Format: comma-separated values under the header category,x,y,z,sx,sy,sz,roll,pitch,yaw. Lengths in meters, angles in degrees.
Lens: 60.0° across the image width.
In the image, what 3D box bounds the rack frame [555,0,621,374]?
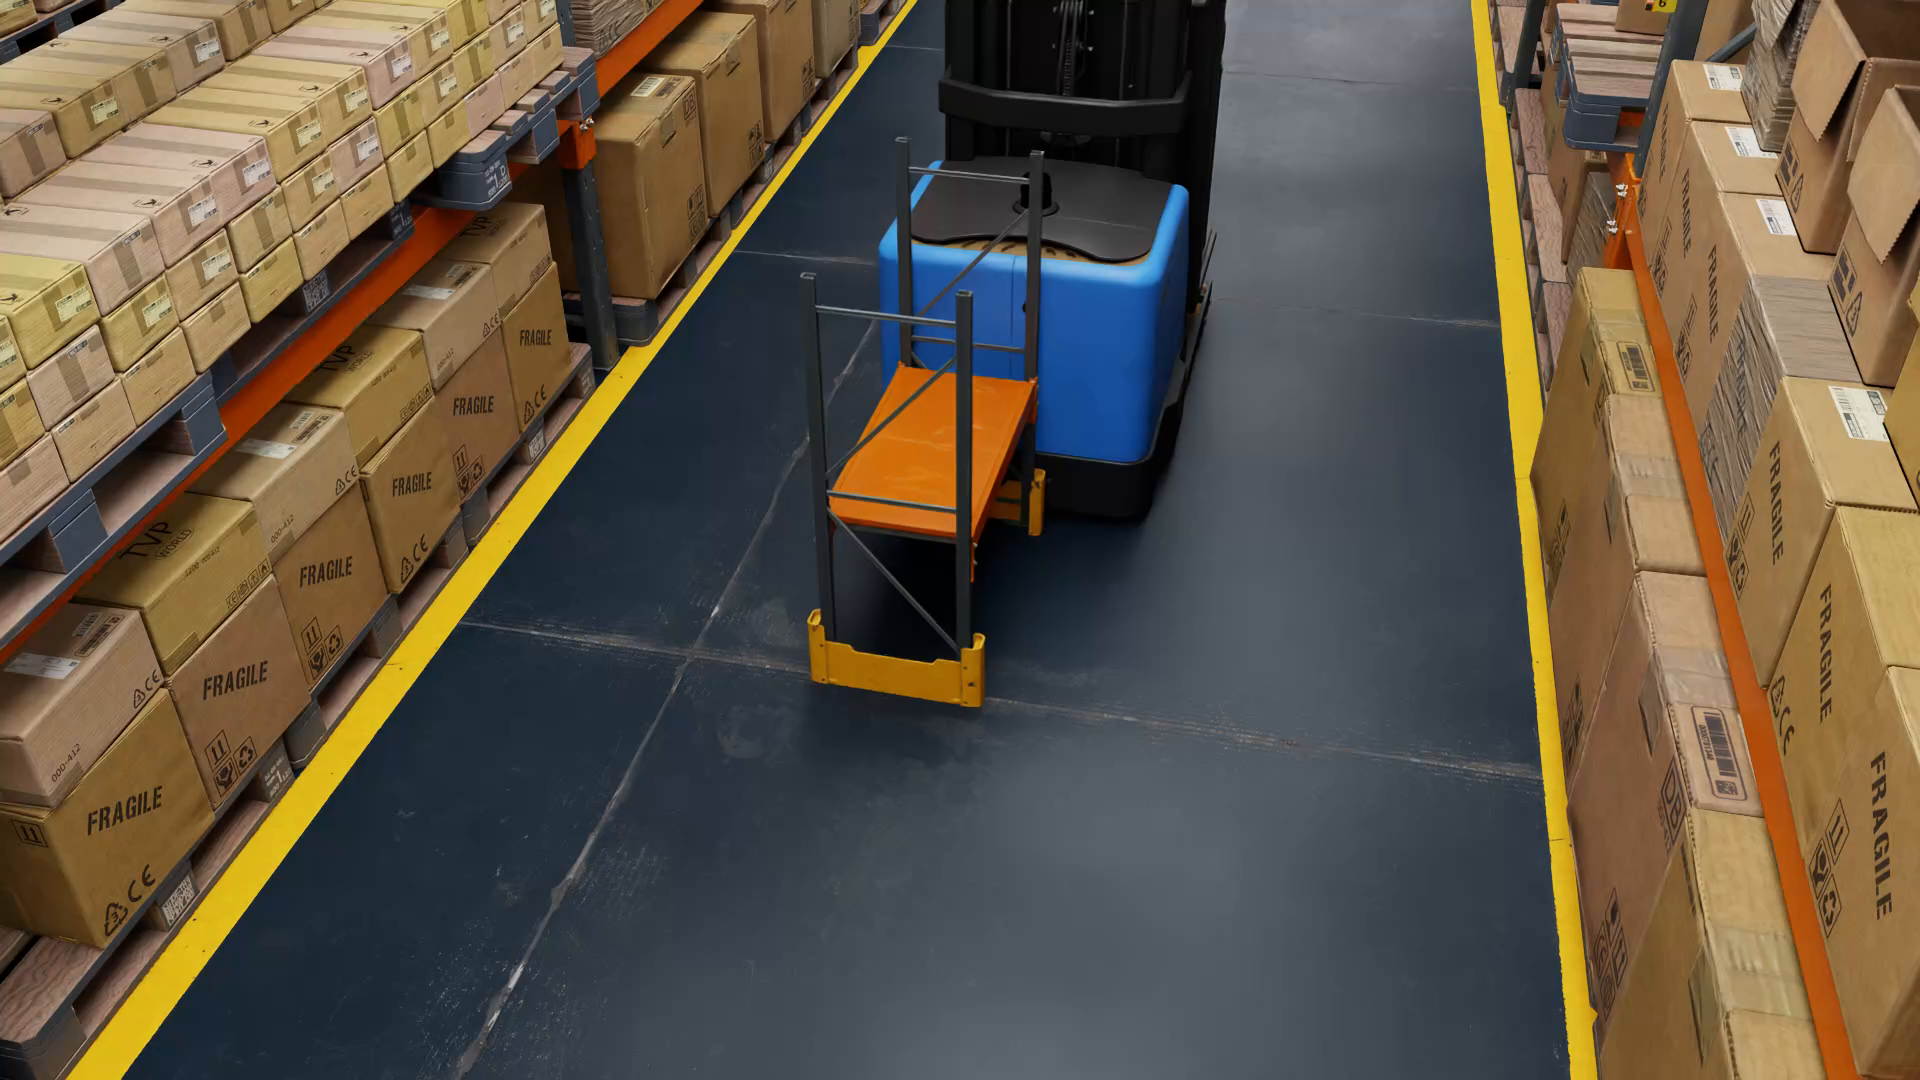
category,x,y,z,sx,sy,sz,roll,pitch,yaw
rack frame,-2.002,-2.039,6.507,1.000,3.000,0.127,7,37,10

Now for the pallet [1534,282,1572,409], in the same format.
category,x,y,z,sx,sy,sz,roll,pitch,yaw
pallet,2.990,-0.678,7.005,1.003,0.211,1.213,7,37,10

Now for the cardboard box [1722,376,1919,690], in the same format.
category,x,y,z,sx,sy,sz,roll,pitch,yaw
cardboard box,2.018,0.008,3.598,0.500,0.500,0.500,7,37,9

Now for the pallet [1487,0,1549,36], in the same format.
category,x,y,z,sx,sy,sz,roll,pitch,yaw
pallet,4.043,-3.614,11.057,1.003,0.211,1.213,7,37,10

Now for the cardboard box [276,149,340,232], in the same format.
category,x,y,z,sx,sy,sz,roll,pitch,yaw
cardboard box,-1.991,-0.999,4.675,0.380,0.149,0.250,7,36,9

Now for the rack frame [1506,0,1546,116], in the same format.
category,x,y,z,sx,sy,sz,roll,pitch,yaw
rack frame,3.676,-3.652,8.733,1.000,3.000,0.127,7,37,10

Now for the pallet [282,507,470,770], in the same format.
category,x,y,z,sx,sy,sz,roll,pitch,yaw
pallet,-2.433,0.236,5.745,1.003,0.211,1.213,7,37,10

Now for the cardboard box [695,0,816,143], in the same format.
category,x,y,z,sx,sy,sz,roll,pitch,yaw
cardboard box,-1.402,-2.671,8.939,1.050,0.750,0.750,7,37,10

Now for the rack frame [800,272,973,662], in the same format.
category,x,y,z,sx,sy,sz,roll,pitch,yaw
rack frame,-0.210,-0.114,5.129,0.500,1.500,0.032,8,37,11

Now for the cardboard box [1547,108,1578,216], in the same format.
category,x,y,z,sx,sy,sz,roll,pitch,yaw
cardboard box,3.285,-1.877,8.039,0.700,0.500,0.500,4,36,6

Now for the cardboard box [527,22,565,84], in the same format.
category,x,y,z,sx,sy,sz,roll,pitch,yaw
cardboard box,-1.659,-1.767,5.988,0.380,0.149,0.250,8,37,11

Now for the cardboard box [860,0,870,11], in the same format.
category,x,y,z,sx,sy,sz,roll,pitch,yaw
cardboard box,-0.945,-3.993,10.657,0.875,0.875,0.875,8,37,11

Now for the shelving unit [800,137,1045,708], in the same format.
category,x,y,z,sx,sy,sz,roll,pitch,yaw
shelving unit,-0.092,-0.398,5.522,0.587,1.500,1.083,8,37,11

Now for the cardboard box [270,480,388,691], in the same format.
category,x,y,z,sx,sy,sz,roll,pitch,yaw
cardboard box,-2.230,0.101,5.327,0.500,0.500,0.500,8,37,11

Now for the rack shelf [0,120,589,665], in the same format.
category,x,y,z,sx,sy,sz,roll,pitch,yaw
rack shelf,-2.429,-0.601,5.136,1.077,0.370,4.000,7,37,10

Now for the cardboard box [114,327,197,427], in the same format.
category,x,y,z,sx,sy,sz,roll,pitch,yaw
cardboard box,-2.158,-0.428,4.141,0.380,0.149,0.250,8,37,10

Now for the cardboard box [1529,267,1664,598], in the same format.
category,x,y,z,sx,sy,sz,roll,pitch,yaw
cardboard box,2.654,-0.276,5.527,1.225,0.875,0.875,6,36,8

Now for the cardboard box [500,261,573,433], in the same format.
category,x,y,z,sx,sy,sz,roll,pitch,yaw
cardboard box,-1.887,-0.786,6.551,0.500,0.500,0.500,7,37,10

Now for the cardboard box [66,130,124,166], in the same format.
category,x,y,z,sx,sy,sz,roll,pitch,yaw
cardboard box,-2.629,-1.082,4.789,0.380,0.149,0.250,9,37,12

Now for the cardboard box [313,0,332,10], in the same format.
category,x,y,z,sx,sy,sz,roll,pitch,yaw
cardboard box,-2.345,-1.953,5.738,0.380,0.149,0.250,6,36,9

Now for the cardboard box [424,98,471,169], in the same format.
category,x,y,z,sx,sy,sz,roll,pitch,yaw
cardboard box,-1.825,-1.334,5.391,0.380,0.149,0.250,7,36,9

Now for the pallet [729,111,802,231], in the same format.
category,x,y,z,sx,sy,sz,roll,pitch,yaw
pallet,-1.497,-2.049,8.898,1.003,0.211,1.213,7,37,10

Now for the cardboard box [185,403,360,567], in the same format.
category,x,y,z,sx,sy,sz,roll,pitch,yaw
cardboard box,-2.216,-0.195,5.096,0.500,0.250,0.500,9,37,12

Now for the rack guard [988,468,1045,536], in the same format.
category,x,y,z,sx,sy,sz,roll,pitch,yaw
rack guard,0.026,-0.176,6.280,0.587,0.250,0.087,8,37,11

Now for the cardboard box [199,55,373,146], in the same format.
category,x,y,z,sx,sy,sz,roll,pitch,yaw
cardboard box,-1.937,-1.268,4.793,0.380,0.149,0.250,9,37,12

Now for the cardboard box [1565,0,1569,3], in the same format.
category,x,y,z,sx,sy,sz,roll,pitch,yaw
cardboard box,3.801,-3.034,9.653,0.500,0.500,0.500,6,36,9

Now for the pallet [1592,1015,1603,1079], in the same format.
category,x,y,z,sx,sy,sz,roll,pitch,yaw
pallet,2.058,1.611,3.847,1.003,0.211,1.213,7,37,10

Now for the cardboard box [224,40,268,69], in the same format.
category,x,y,z,sx,sy,sz,roll,pitch,yaw
cardboard box,-2.465,-1.522,5.396,0.380,0.149,0.250,7,37,10

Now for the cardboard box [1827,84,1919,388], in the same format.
category,x,y,z,sx,sy,sz,roll,pitch,yaw
cardboard box,2.371,-0.630,3.623,0.797,0.503,0.637,8,37,11

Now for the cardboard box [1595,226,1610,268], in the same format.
category,x,y,z,sx,sy,sz,roll,pitch,yaw
cardboard box,2.945,-0.912,6.707,0.700,0.500,0.500,5,36,8

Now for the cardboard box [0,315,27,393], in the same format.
category,x,y,z,sx,sy,sz,roll,pitch,yaw
cardboard box,-2.270,-0.383,3.572,0.380,0.149,0.250,8,37,11

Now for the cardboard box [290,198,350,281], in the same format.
category,x,y,z,sx,sy,sz,roll,pitch,yaw
cardboard box,-1.993,-0.875,4.758,0.380,0.149,0.250,6,36,8

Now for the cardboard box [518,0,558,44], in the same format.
category,x,y,z,sx,sy,sz,roll,pitch,yaw
cardboard box,-1.663,-1.887,5.900,0.380,0.149,0.250,8,37,11

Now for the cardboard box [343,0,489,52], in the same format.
category,x,y,z,sx,sy,sz,roll,pitch,yaw
cardboard box,-1.771,-1.716,5.410,0.380,0.149,0.250,8,37,11

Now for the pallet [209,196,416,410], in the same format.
category,x,y,z,sx,sy,sz,roll,pitch,yaw
pallet,-2.385,-0.821,4.990,1.003,0.211,1.213,7,37,10

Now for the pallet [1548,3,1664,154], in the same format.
category,x,y,z,sx,sy,sz,roll,pitch,yaw
pallet,2.870,-1.703,6.207,1.213,0.211,1.003,7,37,10

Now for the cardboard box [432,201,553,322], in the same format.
category,x,y,z,sx,sy,sz,roll,pitch,yaw
cardboard box,-1.892,-1.075,6.311,0.500,0.250,0.500,6,36,9

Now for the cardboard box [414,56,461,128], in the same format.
category,x,y,z,sx,sy,sz,roll,pitch,yaw
cardboard box,-1.826,-1.439,5.283,0.380,0.149,0.250,7,37,10

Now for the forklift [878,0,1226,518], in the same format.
category,x,y,z,sx,sy,sz,roll,pitch,yaw
forklift,0.539,-2.134,6.696,1.130,2.935,3.031,8,37,11

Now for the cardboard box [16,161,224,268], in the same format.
category,x,y,z,sx,sy,sz,roll,pitch,yaw
cardboard box,-2.102,-0.820,4.174,0.380,0.149,0.250,7,37,10

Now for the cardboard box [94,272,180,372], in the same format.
category,x,y,z,sx,sy,sz,roll,pitch,yaw
cardboard box,-2.160,-0.548,4.053,0.380,0.149,0.250,6,36,8

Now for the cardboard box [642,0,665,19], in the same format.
category,x,y,z,sx,sy,sz,roll,pitch,yaw
cardboard box,-1.537,-2.595,7.189,0.500,0.500,0.500,7,37,10

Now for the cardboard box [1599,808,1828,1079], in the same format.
category,x,y,z,sx,sy,sz,roll,pitch,yaw
cardboard box,2.084,1.255,3.415,1.225,0.875,0.875,7,37,10

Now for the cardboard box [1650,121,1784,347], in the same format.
category,x,y,z,sx,sy,sz,roll,pitch,yaw
cardboard box,2.344,-0.859,4.794,0.500,0.500,0.500,6,36,9

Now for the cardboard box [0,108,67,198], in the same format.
category,x,y,z,sx,sy,sz,roll,pitch,yaw
cardboard box,-2.682,-1.056,4.501,0.380,0.149,0.250,6,36,8

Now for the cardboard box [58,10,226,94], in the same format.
category,x,y,z,sx,sy,sz,roll,pitch,yaw
cardboard box,-2.515,-1.506,5.121,0.380,0.149,0.250,9,37,12
